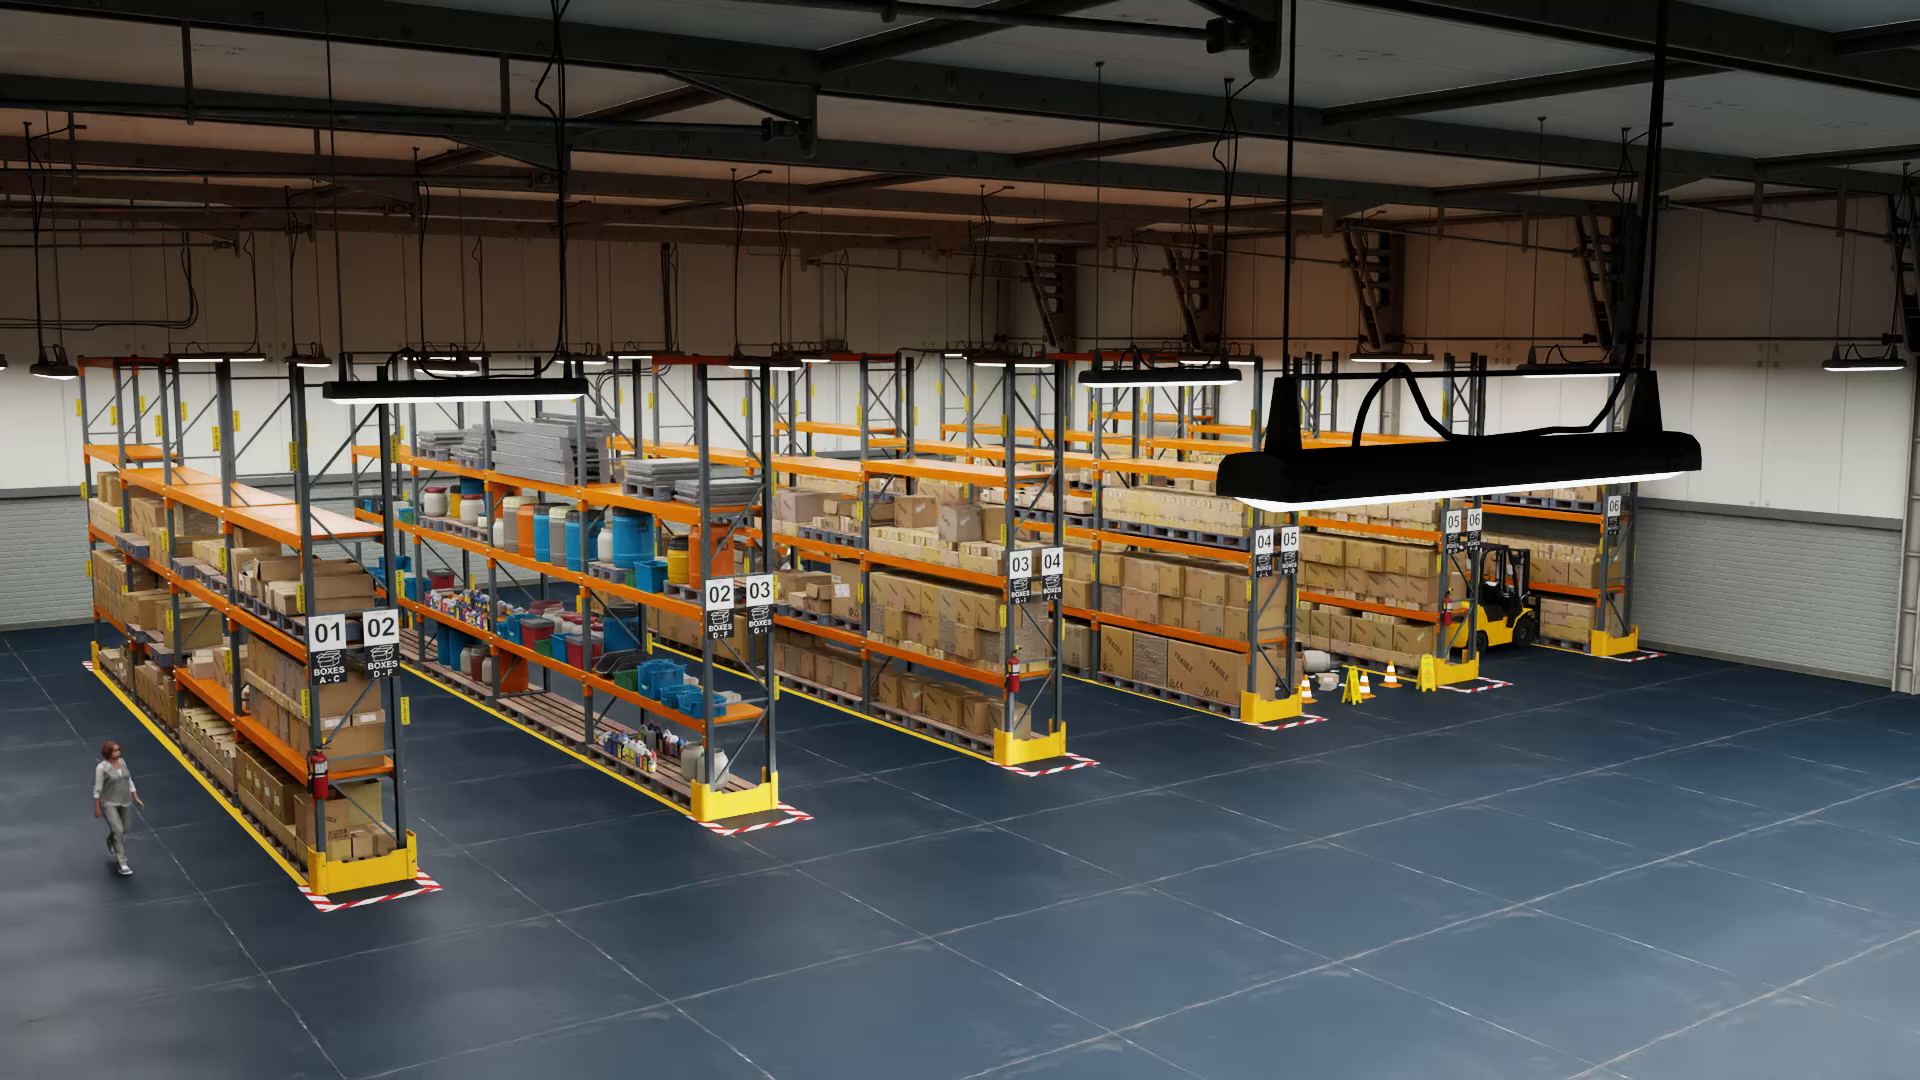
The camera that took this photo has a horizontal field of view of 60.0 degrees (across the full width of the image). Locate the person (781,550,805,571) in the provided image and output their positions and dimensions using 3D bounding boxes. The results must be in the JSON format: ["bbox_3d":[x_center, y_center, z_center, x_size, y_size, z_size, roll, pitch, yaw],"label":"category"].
[{"bbox_3d":[-3.608,1.048,36.388,0.555,1.706,1.082,-6,9,-40],"label":"person"}]

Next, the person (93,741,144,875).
[{"bbox_3d":[-10.071,3.141,19.835,0.899,1.555,0.498,6,9,39],"label":"person"}]
